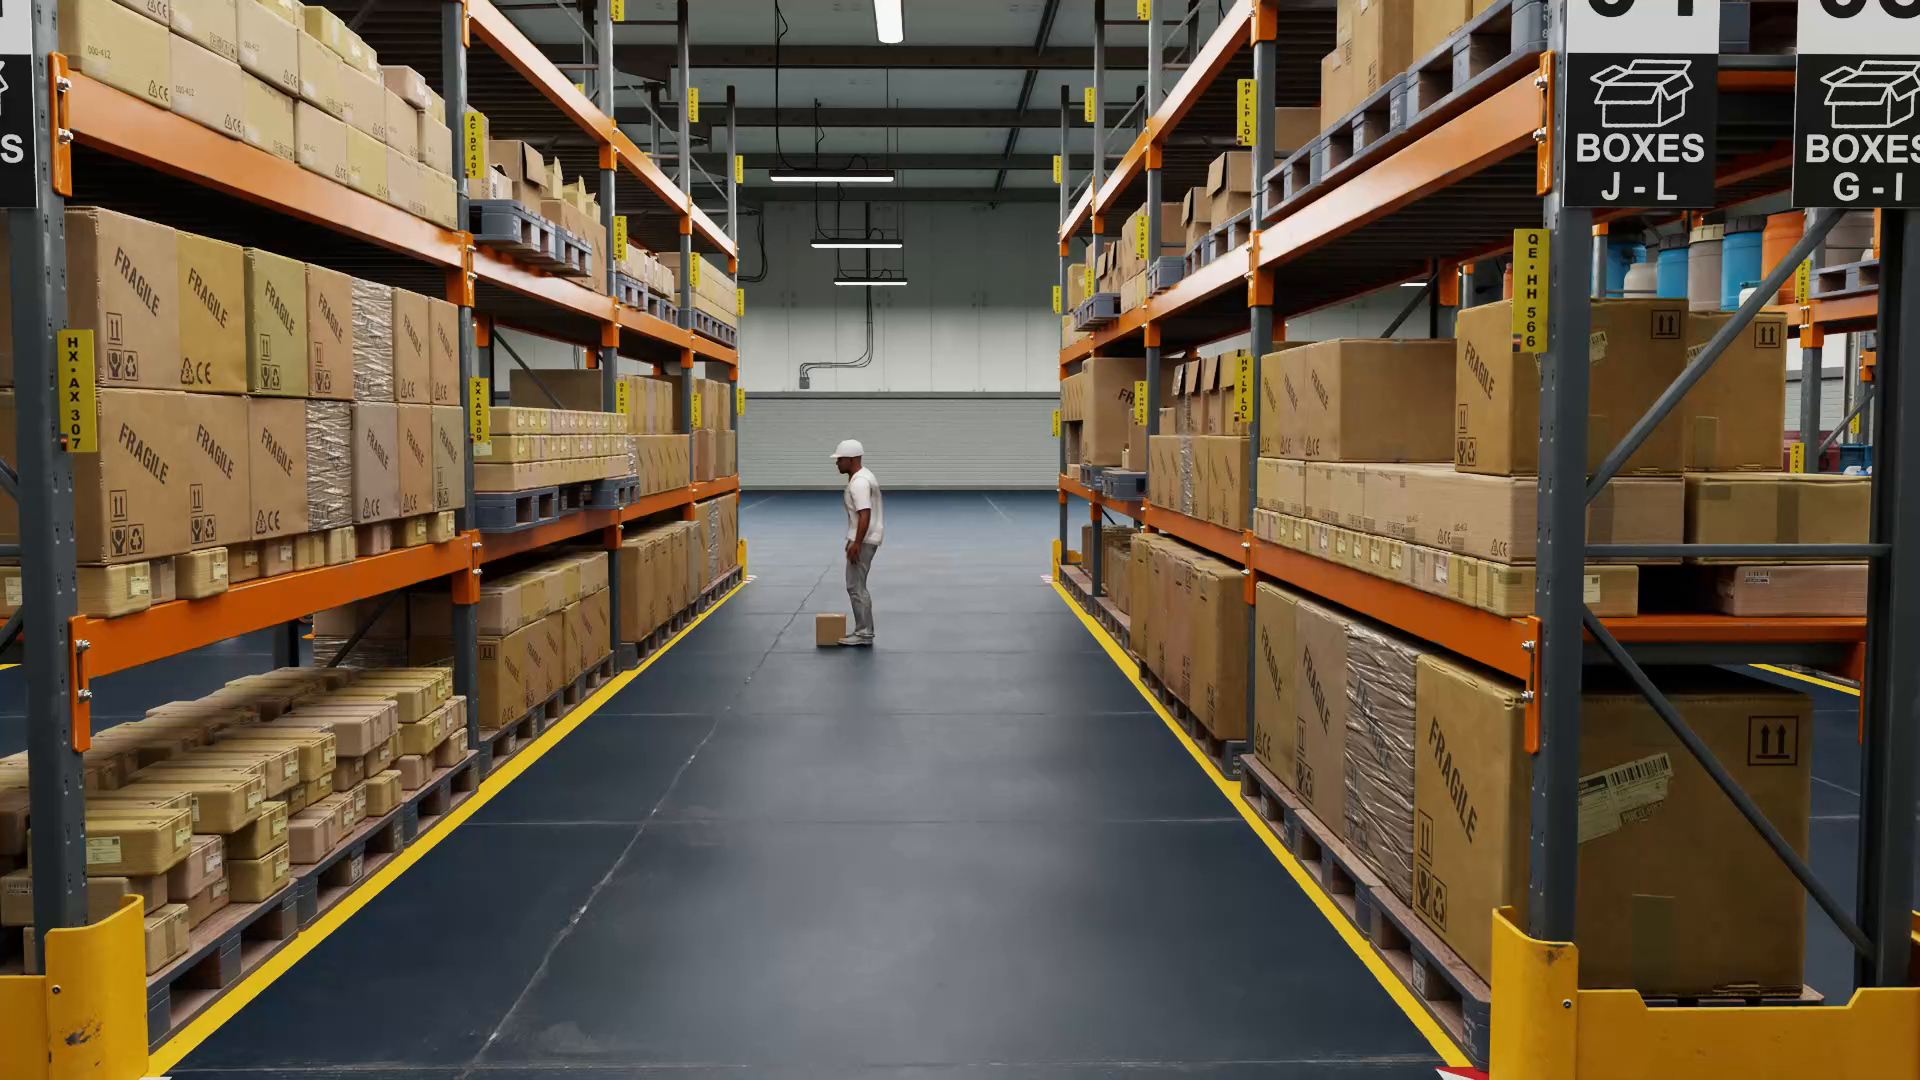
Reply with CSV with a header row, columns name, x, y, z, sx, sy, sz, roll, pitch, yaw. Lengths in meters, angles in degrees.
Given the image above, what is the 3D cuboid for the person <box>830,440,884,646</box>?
name,x,y,z,sx,sy,sz,roll,pitch,yaw
person,-0.886,0.019,14.309,0.452,1.761,0.635,0,4,-4
